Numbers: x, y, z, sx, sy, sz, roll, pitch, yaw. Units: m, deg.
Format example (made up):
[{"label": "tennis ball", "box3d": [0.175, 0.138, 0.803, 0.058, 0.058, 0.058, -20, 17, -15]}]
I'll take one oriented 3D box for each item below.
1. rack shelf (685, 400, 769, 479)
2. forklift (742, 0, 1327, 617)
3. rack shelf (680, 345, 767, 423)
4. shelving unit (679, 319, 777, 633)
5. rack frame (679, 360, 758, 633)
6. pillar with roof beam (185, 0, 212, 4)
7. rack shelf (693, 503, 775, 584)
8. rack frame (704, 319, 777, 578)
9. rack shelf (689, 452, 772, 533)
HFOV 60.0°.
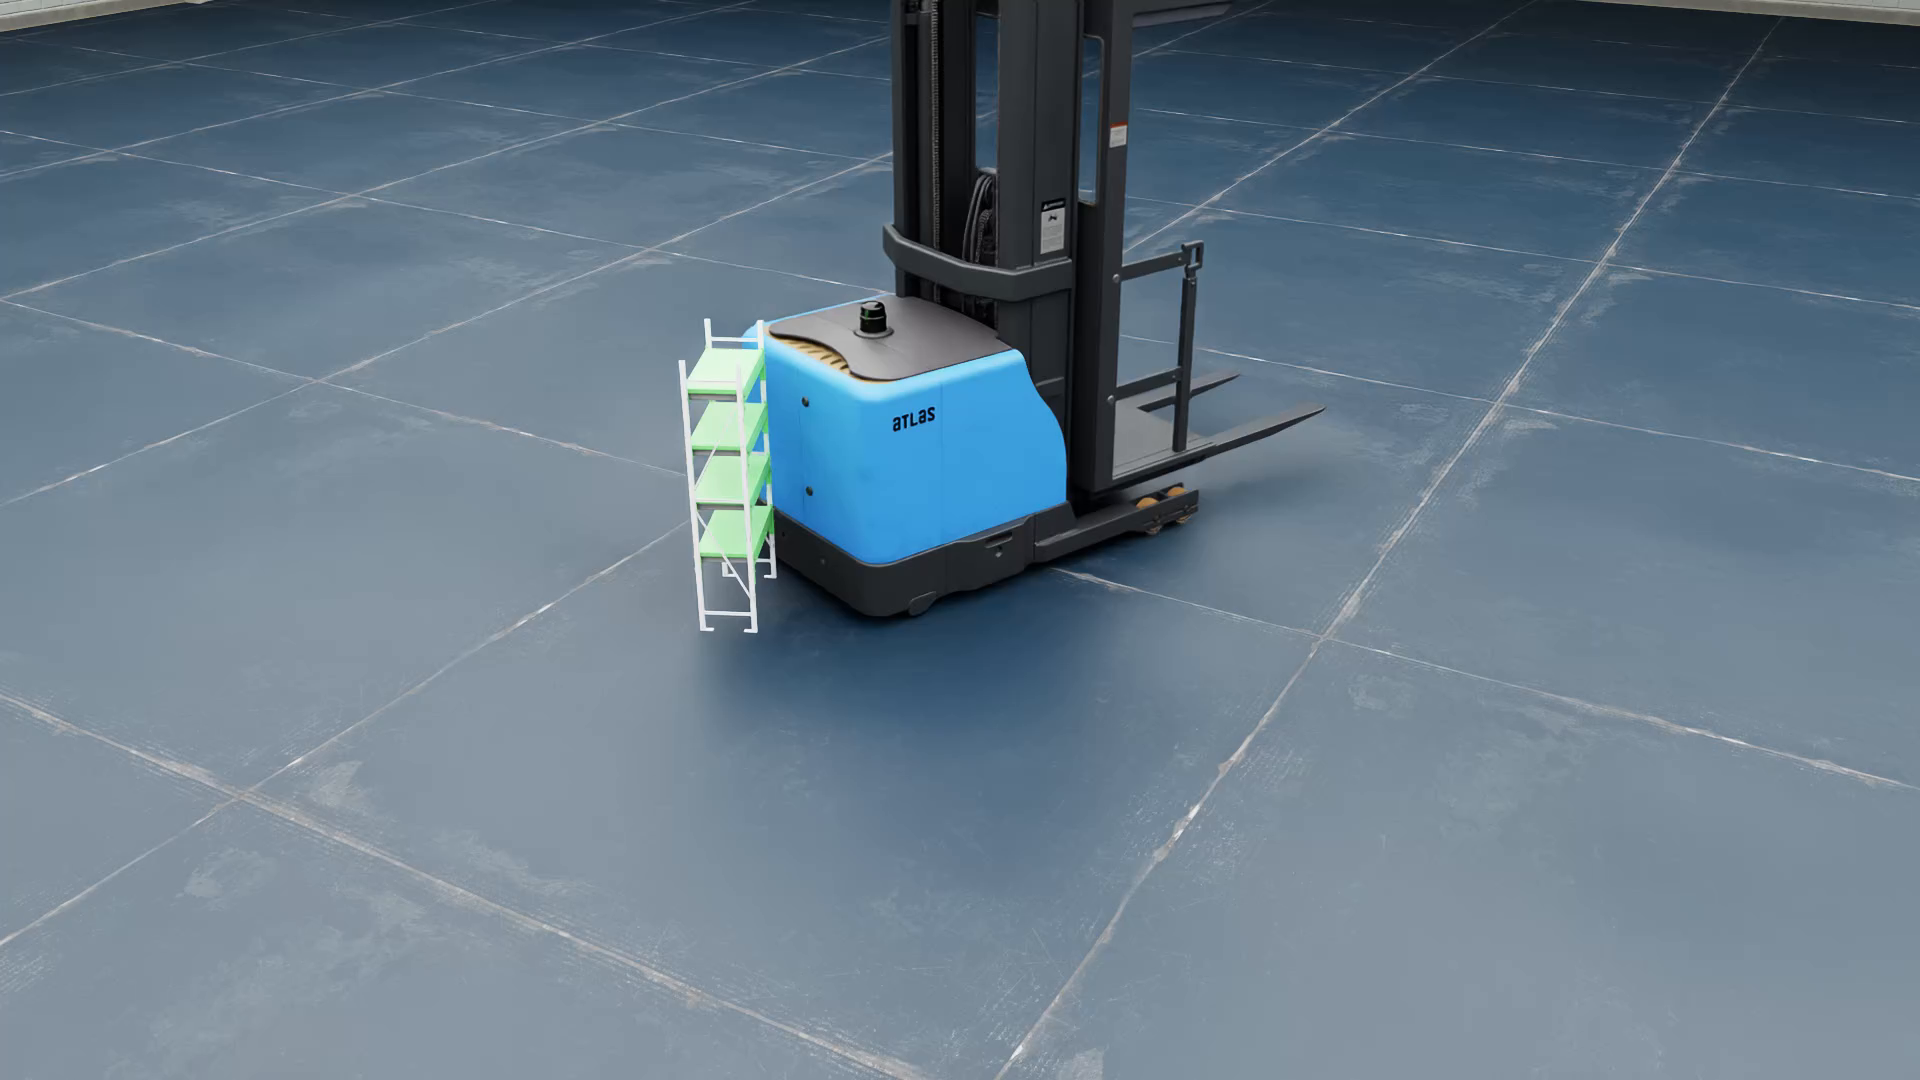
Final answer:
[{"label": "rack shelf", "box3d": [-0.954, -0.421, 6.858, 0.258, 0.148, 0.480, 2, 27, 3]}, {"label": "forklift", "box3d": [0.513, -1.508, 7.488, 3.031, 2.935, 1.130, -19, 32, -33]}, {"label": "rack shelf", "box3d": [-0.954, -0.636, 6.751, 0.258, 0.148, 0.480, 2, 27, 3]}, {"label": "shelving unit", "box3d": [-0.954, -0.264, 6.937, 0.258, 1.200, 0.503, 2, 27, 3]}, {"label": "rack frame", "box3d": [-0.970, -0.155, 6.719, 0.240, 1.200, 0.015, 2, 27, 3]}, {"label": "pillar with roof beam", "box3d": [-6.251, -10.211, 18.095, 9.100, 9.000, 0.400, 14, 30, 26]}, {"label": "rack shelf", "box3d": [-0.954, 0.008, 7.073, 0.258, 0.148, 0.480, 2, 27, 3]}, {"label": "rack frame", "box3d": [-0.938, -0.373, 7.155, 0.240, 1.200, 0.015, 2, 27, 3]}, {"label": "rack shelf", "box3d": [-0.954, -0.207, 6.965, 0.258, 0.148, 0.480, 2, 27, 3]}]
